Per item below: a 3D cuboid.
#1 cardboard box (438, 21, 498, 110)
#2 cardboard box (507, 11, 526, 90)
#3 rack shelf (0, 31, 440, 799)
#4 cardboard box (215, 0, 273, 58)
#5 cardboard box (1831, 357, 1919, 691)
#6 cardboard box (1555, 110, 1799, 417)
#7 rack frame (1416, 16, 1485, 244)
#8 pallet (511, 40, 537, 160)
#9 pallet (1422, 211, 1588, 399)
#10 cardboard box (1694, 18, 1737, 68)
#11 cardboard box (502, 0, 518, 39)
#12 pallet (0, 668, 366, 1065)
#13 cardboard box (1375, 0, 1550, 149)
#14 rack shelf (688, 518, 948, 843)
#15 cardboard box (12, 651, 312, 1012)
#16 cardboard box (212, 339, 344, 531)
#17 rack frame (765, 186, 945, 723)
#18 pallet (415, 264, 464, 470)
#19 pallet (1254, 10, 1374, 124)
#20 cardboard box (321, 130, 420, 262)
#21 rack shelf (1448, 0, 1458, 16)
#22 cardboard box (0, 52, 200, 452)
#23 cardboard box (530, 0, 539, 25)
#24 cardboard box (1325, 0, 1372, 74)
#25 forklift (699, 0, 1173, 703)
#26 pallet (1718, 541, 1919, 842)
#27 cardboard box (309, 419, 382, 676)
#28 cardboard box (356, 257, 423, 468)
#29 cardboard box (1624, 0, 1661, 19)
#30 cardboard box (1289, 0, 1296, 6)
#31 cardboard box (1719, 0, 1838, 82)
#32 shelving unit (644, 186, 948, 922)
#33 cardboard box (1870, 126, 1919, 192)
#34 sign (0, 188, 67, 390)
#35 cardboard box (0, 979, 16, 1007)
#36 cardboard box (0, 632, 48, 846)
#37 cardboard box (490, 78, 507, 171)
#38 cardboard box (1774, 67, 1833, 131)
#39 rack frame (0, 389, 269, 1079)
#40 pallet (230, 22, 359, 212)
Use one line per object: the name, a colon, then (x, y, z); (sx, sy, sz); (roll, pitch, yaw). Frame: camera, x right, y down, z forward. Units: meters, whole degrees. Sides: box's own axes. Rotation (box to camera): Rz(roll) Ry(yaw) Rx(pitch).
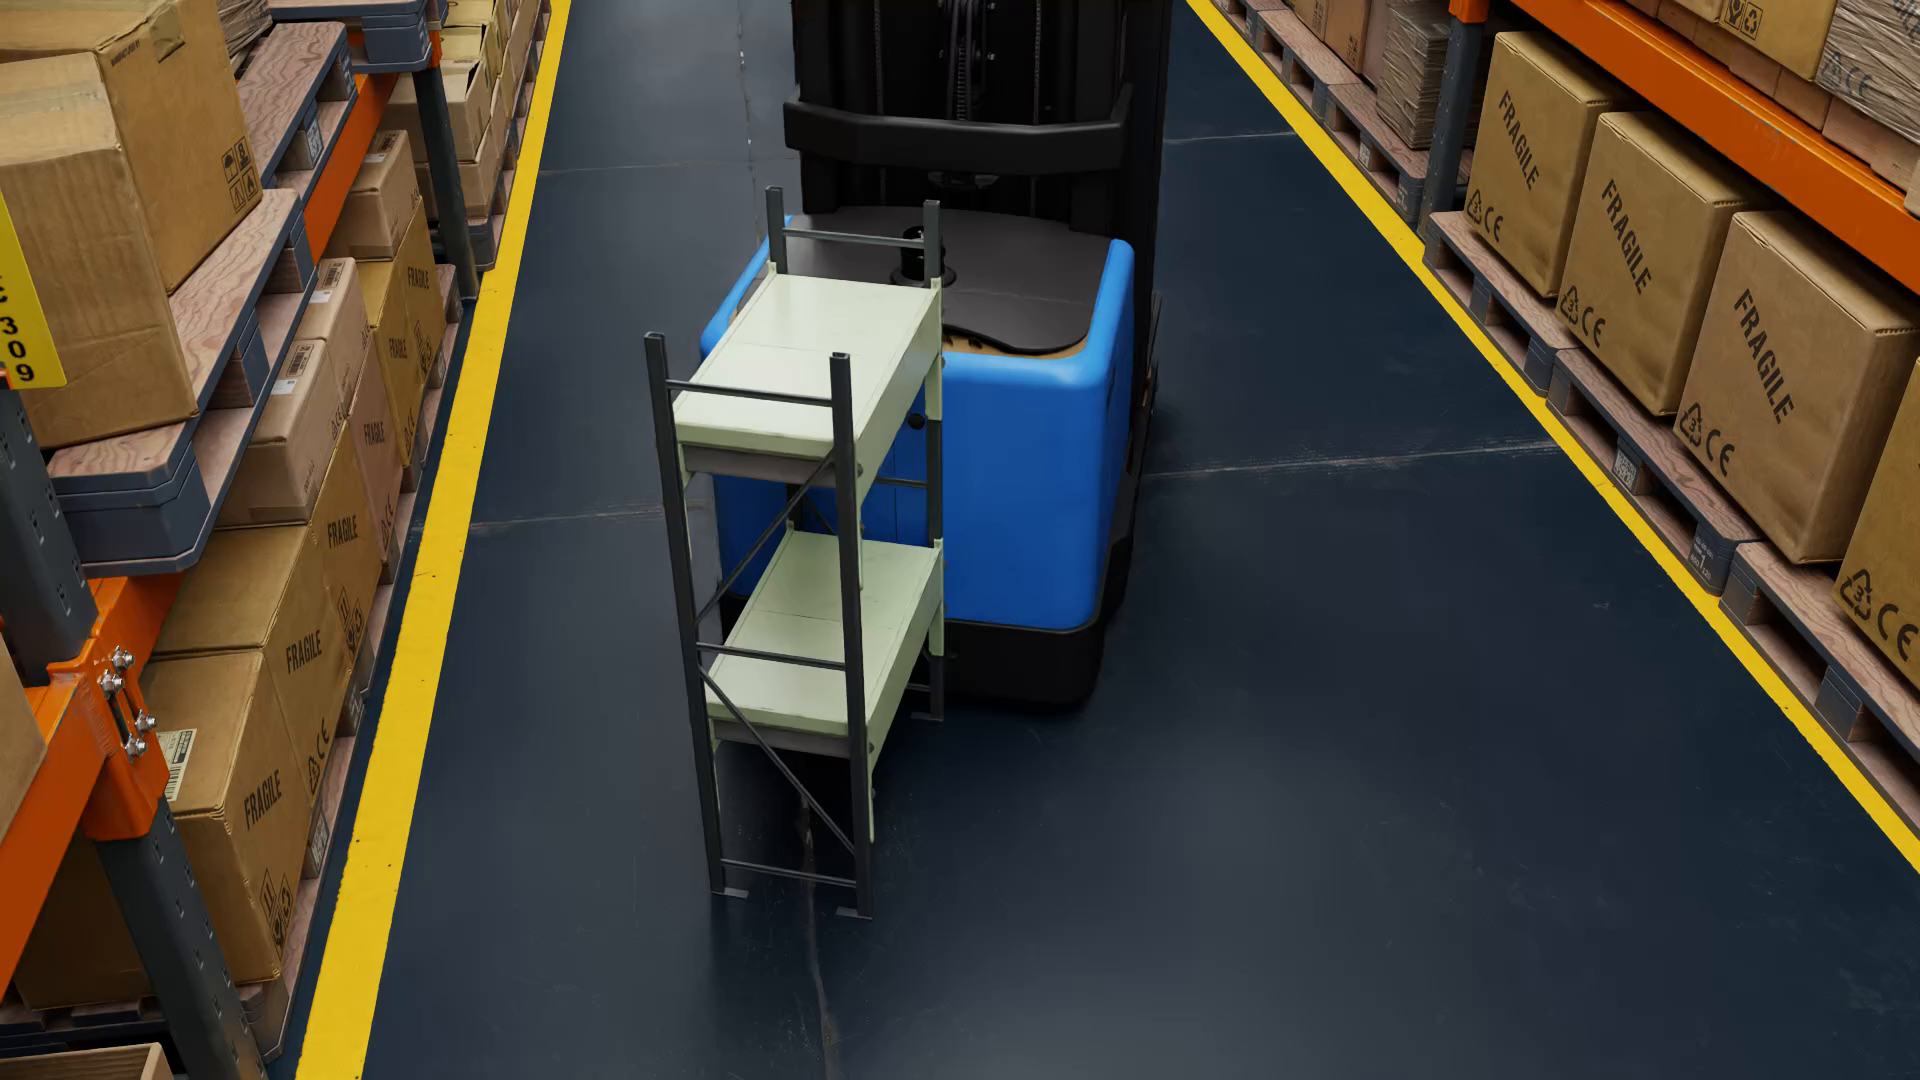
cardboard box: (-2.292, -2.063, 7.184); (0.500, 0.311, 0.500); (-5, 35, -8)
cardboard box: (-2.426, -2.395, 8.169); (0.500, 0.250, 0.500); (-4, 34, -5)
rack shelf: (-2.165, -0.774, 4.360); (1.077, 0.370, 4.000); (-4, 35, -6)
cardboard box: (-2.304, -1.534, 4.376); (0.700, 0.500, 0.500); (2, 34, 3)
cardboard box: (2.796, 0.030, 4.079); (0.750, 0.750, 0.750); (-4, 34, -6)
cardboard box: (2.555, -0.940, 5.501); (0.750, 0.750, 0.750); (-5, 35, -7)
rack frame: (2.474, -2.564, 6.349); (1.000, 3.000, 0.127); (-4, 35, -6)
pallet: (-2.667, -2.176, 8.256); (1.003, 0.211, 1.213); (-4, 35, -6)
pallet: (2.506, -0.966, 6.480); (1.003, 0.211, 1.213); (-4, 35, -6)
cardboard box: (2.490, -1.551, 5.068); (0.380, 0.149, 0.250); (-4, 34, -6)
cardboard box: (-2.428, -2.635, 8.023); (0.500, 0.311, 0.500); (-5, 35, -7)
pallet: (-2.043, 0.747, 3.967); (1.003, 0.211, 1.213); (-4, 35, -6)
cardboard box: (2.326, -2.111, 7.513); (0.700, 0.500, 0.500); (-4, 34, -6)
rack shelf: (-0.321, 0.319, 4.027); (0.431, 0.370, 0.720); (7, 35, 10)
cardboard box: (-1.720, 0.608, 3.523); (0.500, 0.500, 0.500); (-6, 35, -9)
cardboard box: (-1.854, -0.260, 4.131); (0.500, 0.250, 0.500); (-4, 35, -6)
rack frame: (-0.240, -0.152, 4.137); (0.400, 1.500, 0.023); (7, 35, 10)
pallet: (-2.371, -0.615, 5.965); (1.003, 0.211, 1.213); (-4, 35, -6)
pallet: (2.210, -2.527, 8.771); (1.003, 0.211, 1.213); (-4, 35, -6)
cardboard box: (-2.064, -1.110, 5.379); (0.500, 0.250, 0.500); (-3, 34, -5)
rack shelf: (2.205, -3.383, 8.189); (1.077, 0.370, 4.000); (-4, 35, -6)
cardboard box: (-1.738, -0.451, 2.786); (0.700, 0.500, 0.500); (-16, 37, -22)
cardboard box: (-2.563, -2.964, 9.005); (0.500, 0.250, 0.500); (-5, 35, -7)
cardboard box: (2.277, -2.682, 8.351); (0.700, 0.500, 0.500); (-5, 35, -7)
forklift: (0.102, -1.593, 4.985); (1.130, 2.935, 3.031); (6, 35, 8)
pallet: (2.834, 0.395, 4.482); (1.003, 0.211, 1.213); (-4, 35, -6)
cardboard box: (-1.862, 0.032, 4.369); (0.500, 0.500, 0.500); (-4, 34, -6)
cardboard box: (-2.006, -0.543, 5.212); (0.500, 0.500, 0.500); (-6, 35, -8)
cardboard box: (2.422, -1.840, 5.492); (0.380, 0.149, 0.250); (-5, 35, -7)
cardboard box: (2.171, -3.251, 9.186); (0.700, 0.500, 0.500); (-5, 35, -7)
cardboard box: (2.491, -1.586, 4.543); (0.500, 0.500, 0.500); (-3, 34, -5)
shelving unit: (-0.321, 0.050, 3.842); (0.431, 1.500, 0.755); (7, 35, 10)
cardboard box: (2.578, -0.975, 4.222); (0.380, 0.149, 0.250); (-4, 35, -6)
sign: (-1.359, -0.358, 2.343); (0.100, 0.325, 0.005); (-4, 35, -6)
cardboard box: (-2.246, 0.643, 3.472); (0.500, 0.500, 0.500); (-5, 35, -7)
cardboard box: (-1.575, 0.263, 2.111); (0.500, 0.500, 0.500); (-4, 34, -6)
cardboard box: (-2.282, -1.819, 7.324); (0.500, 0.250, 0.500); (-5, 35, -8)
cardboard box: (2.534, -1.265, 4.648); (0.380, 0.149, 0.250); (-3, 34, -5)
rack frame: (-1.893, 0.045, 2.520); (0.949, 2.616, 0.053); (-4, 35, -6)
pallet: (-2.168, -1.023, 4.258); (1.003, 0.211, 1.213); (-4, 35, -6)
